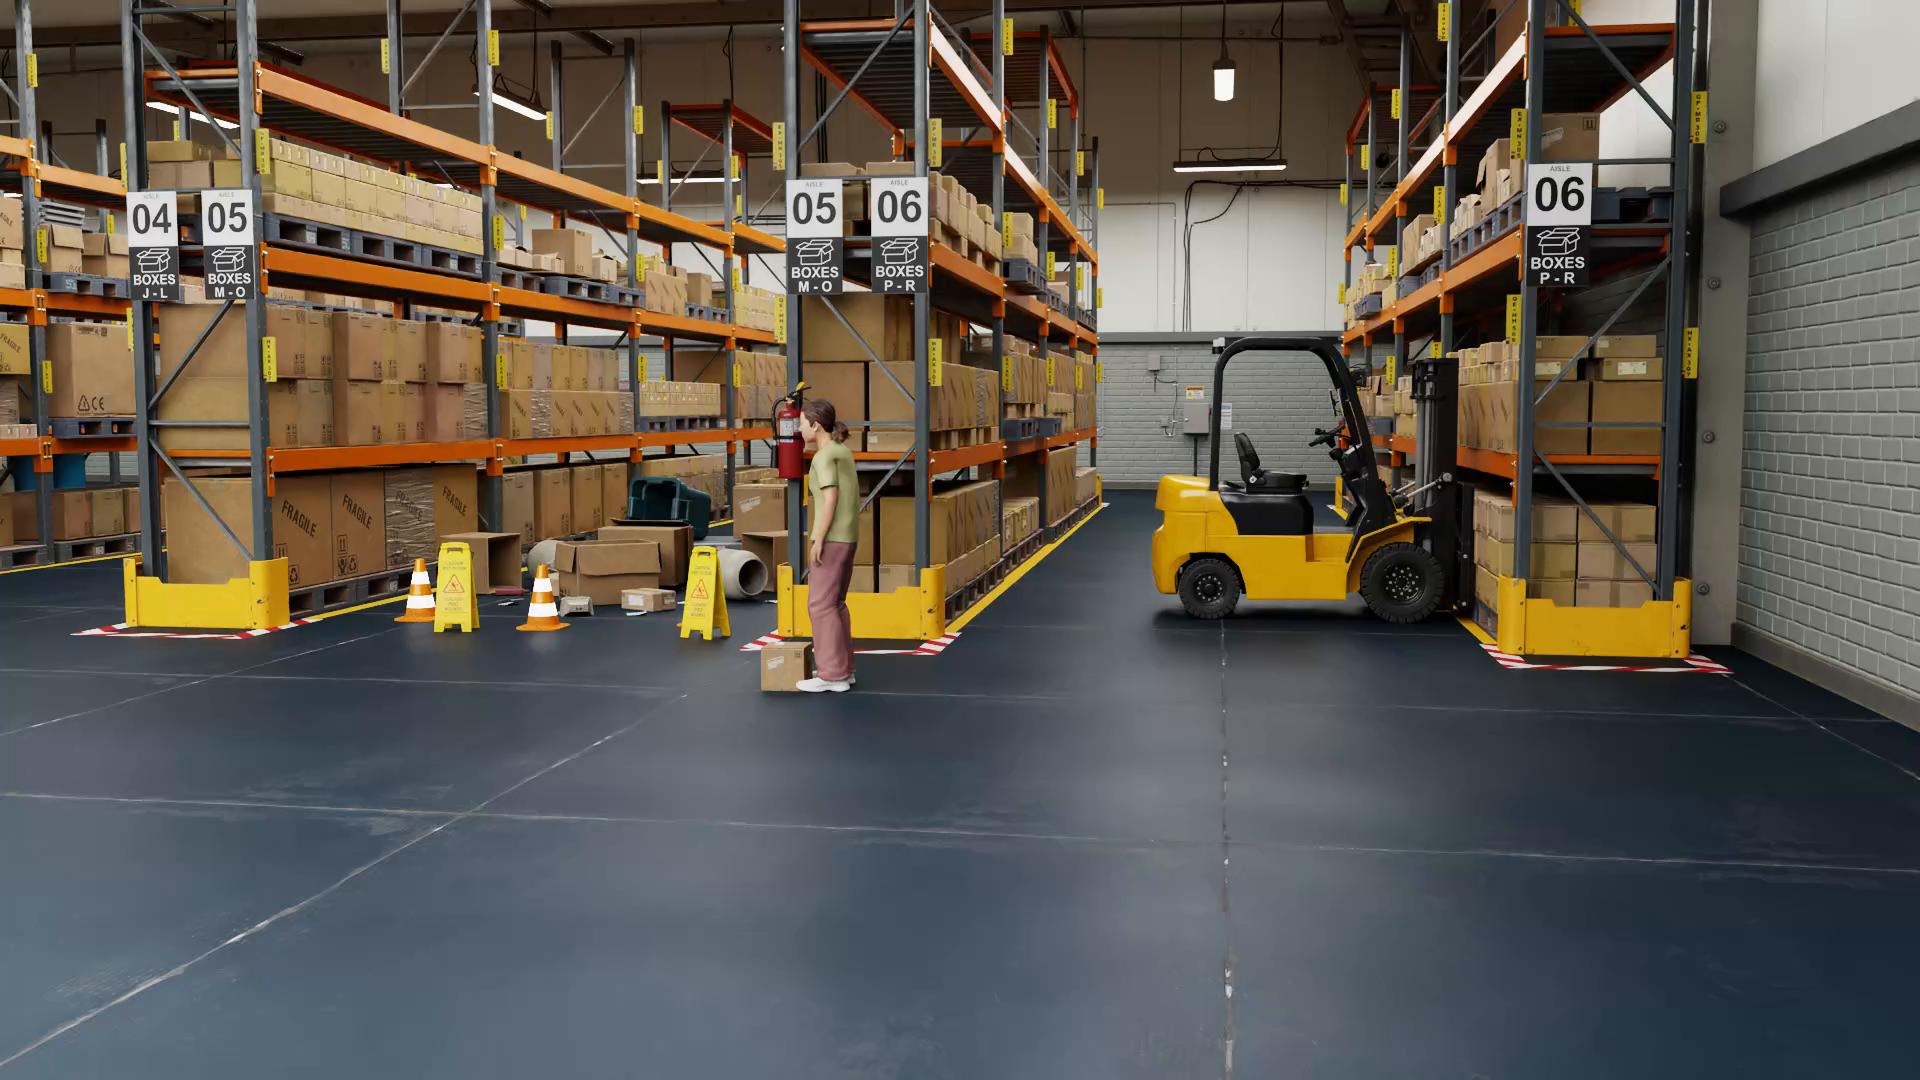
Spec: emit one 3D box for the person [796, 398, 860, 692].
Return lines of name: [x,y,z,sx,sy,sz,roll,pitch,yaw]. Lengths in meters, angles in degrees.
person: [-0.757,0.024,9.555,0.356,1.673,0.499,1,5,9]
